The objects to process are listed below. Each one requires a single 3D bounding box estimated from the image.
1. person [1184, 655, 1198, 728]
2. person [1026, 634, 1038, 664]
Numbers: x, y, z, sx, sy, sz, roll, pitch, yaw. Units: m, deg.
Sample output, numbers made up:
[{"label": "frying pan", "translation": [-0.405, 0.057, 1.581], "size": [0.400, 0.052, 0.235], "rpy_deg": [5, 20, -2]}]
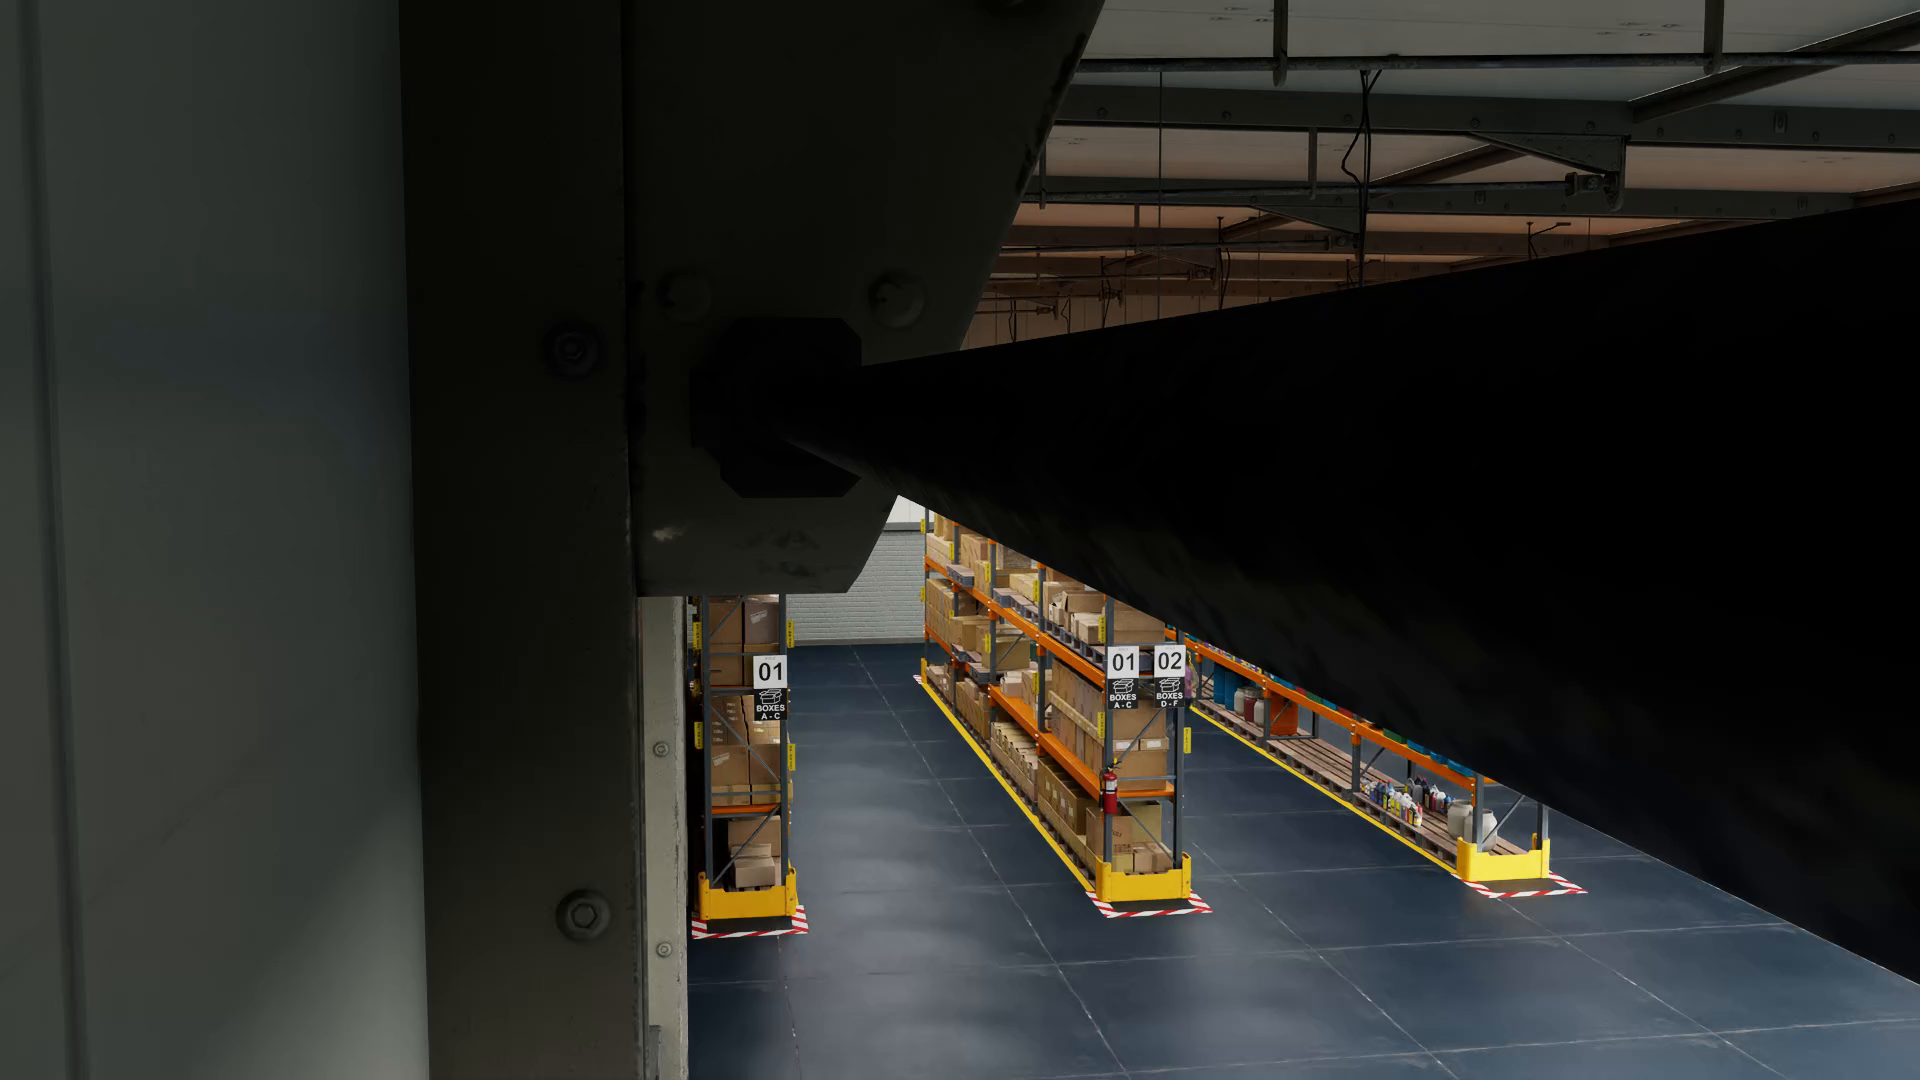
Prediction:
[{"label": "person", "translation": [4.070, 2.884, 30.382], "size": [0.495, 1.602, 1.017], "rpy_deg": [-1, 5, -7]}, {"label": "person", "translation": [1.461, 2.264, 36.687], "size": [0.708, 1.694, 0.648], "rpy_deg": [-2, 6, -24]}]
